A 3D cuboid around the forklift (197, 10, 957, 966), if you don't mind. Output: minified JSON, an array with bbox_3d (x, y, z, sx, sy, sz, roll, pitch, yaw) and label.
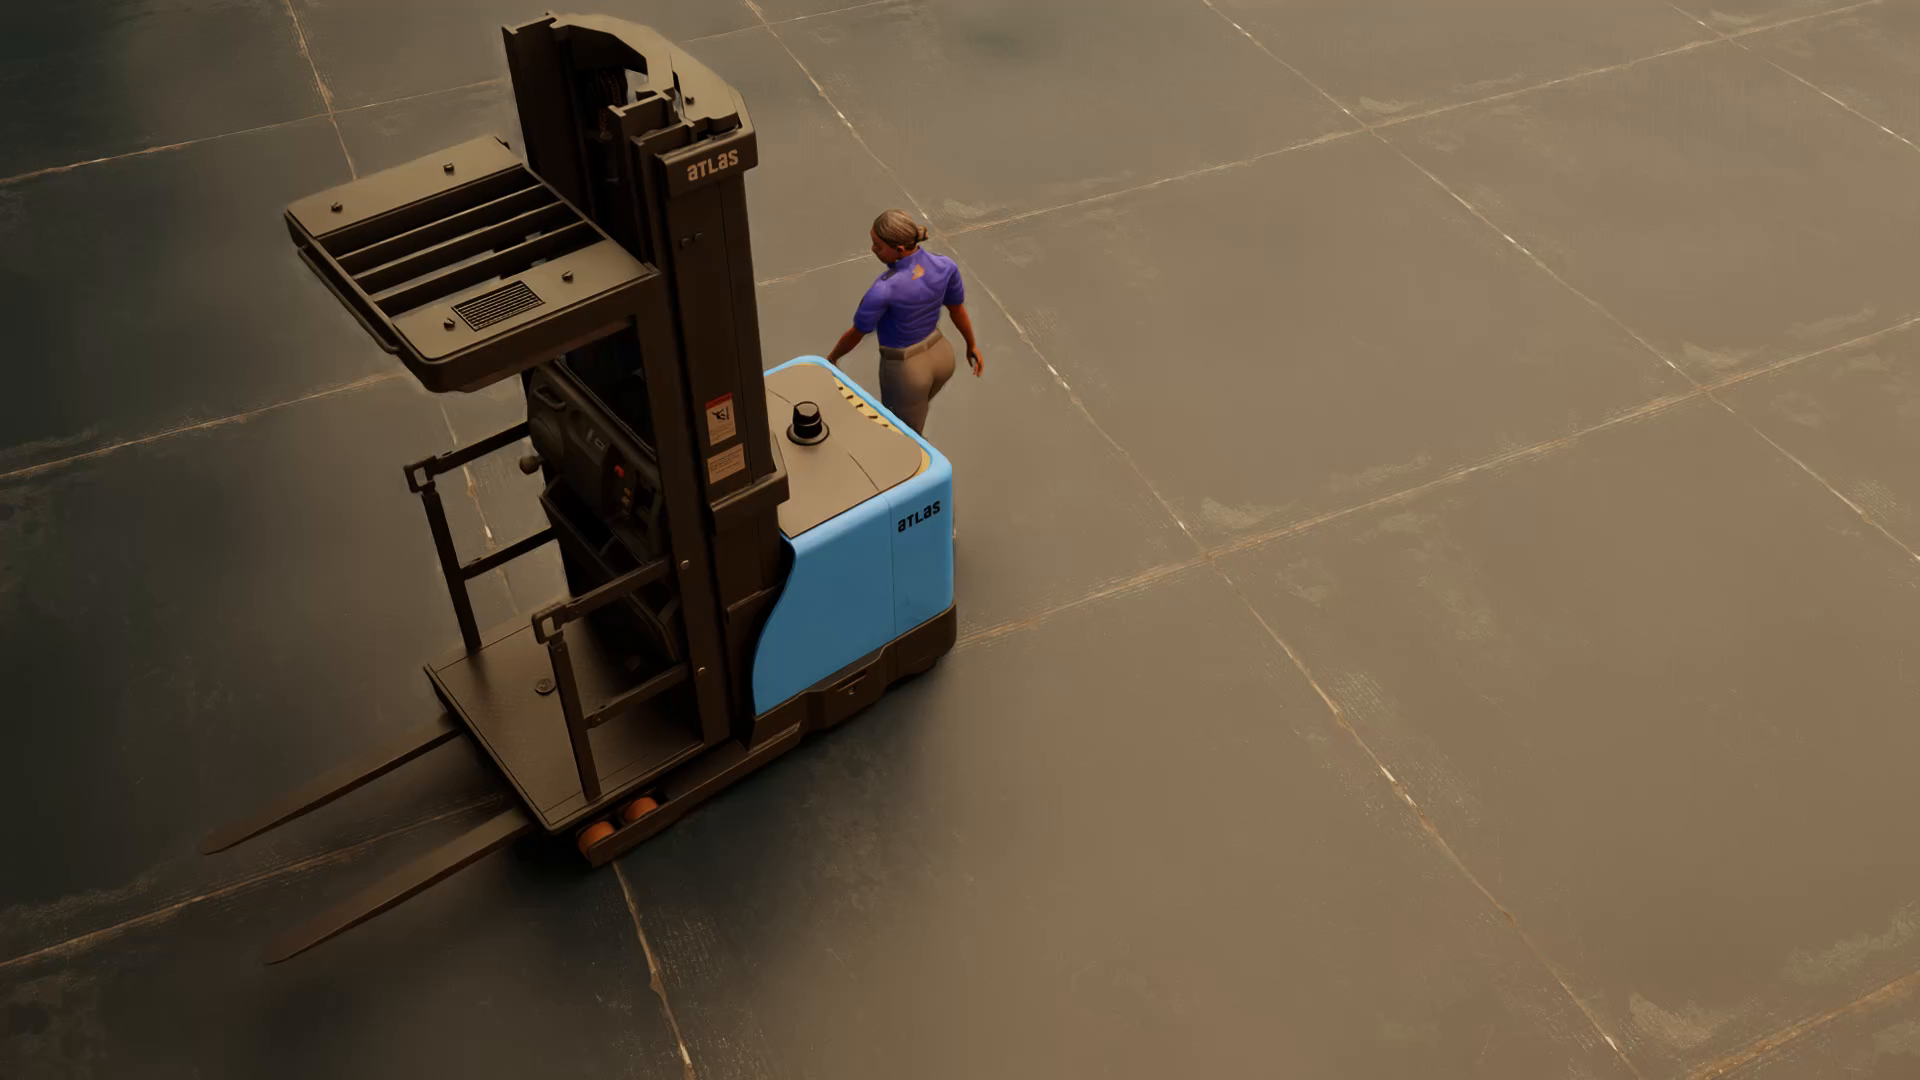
[{"bbox_3d":[-1.484,-0.222,5.918,3.031,2.935,1.130,-28,50,-27],"label":"forklift"}]

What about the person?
[{"bbox_3d":[-0.273,-0.852,7.572,0.899,1.607,0.620,34,52,31],"label":"person"}]
